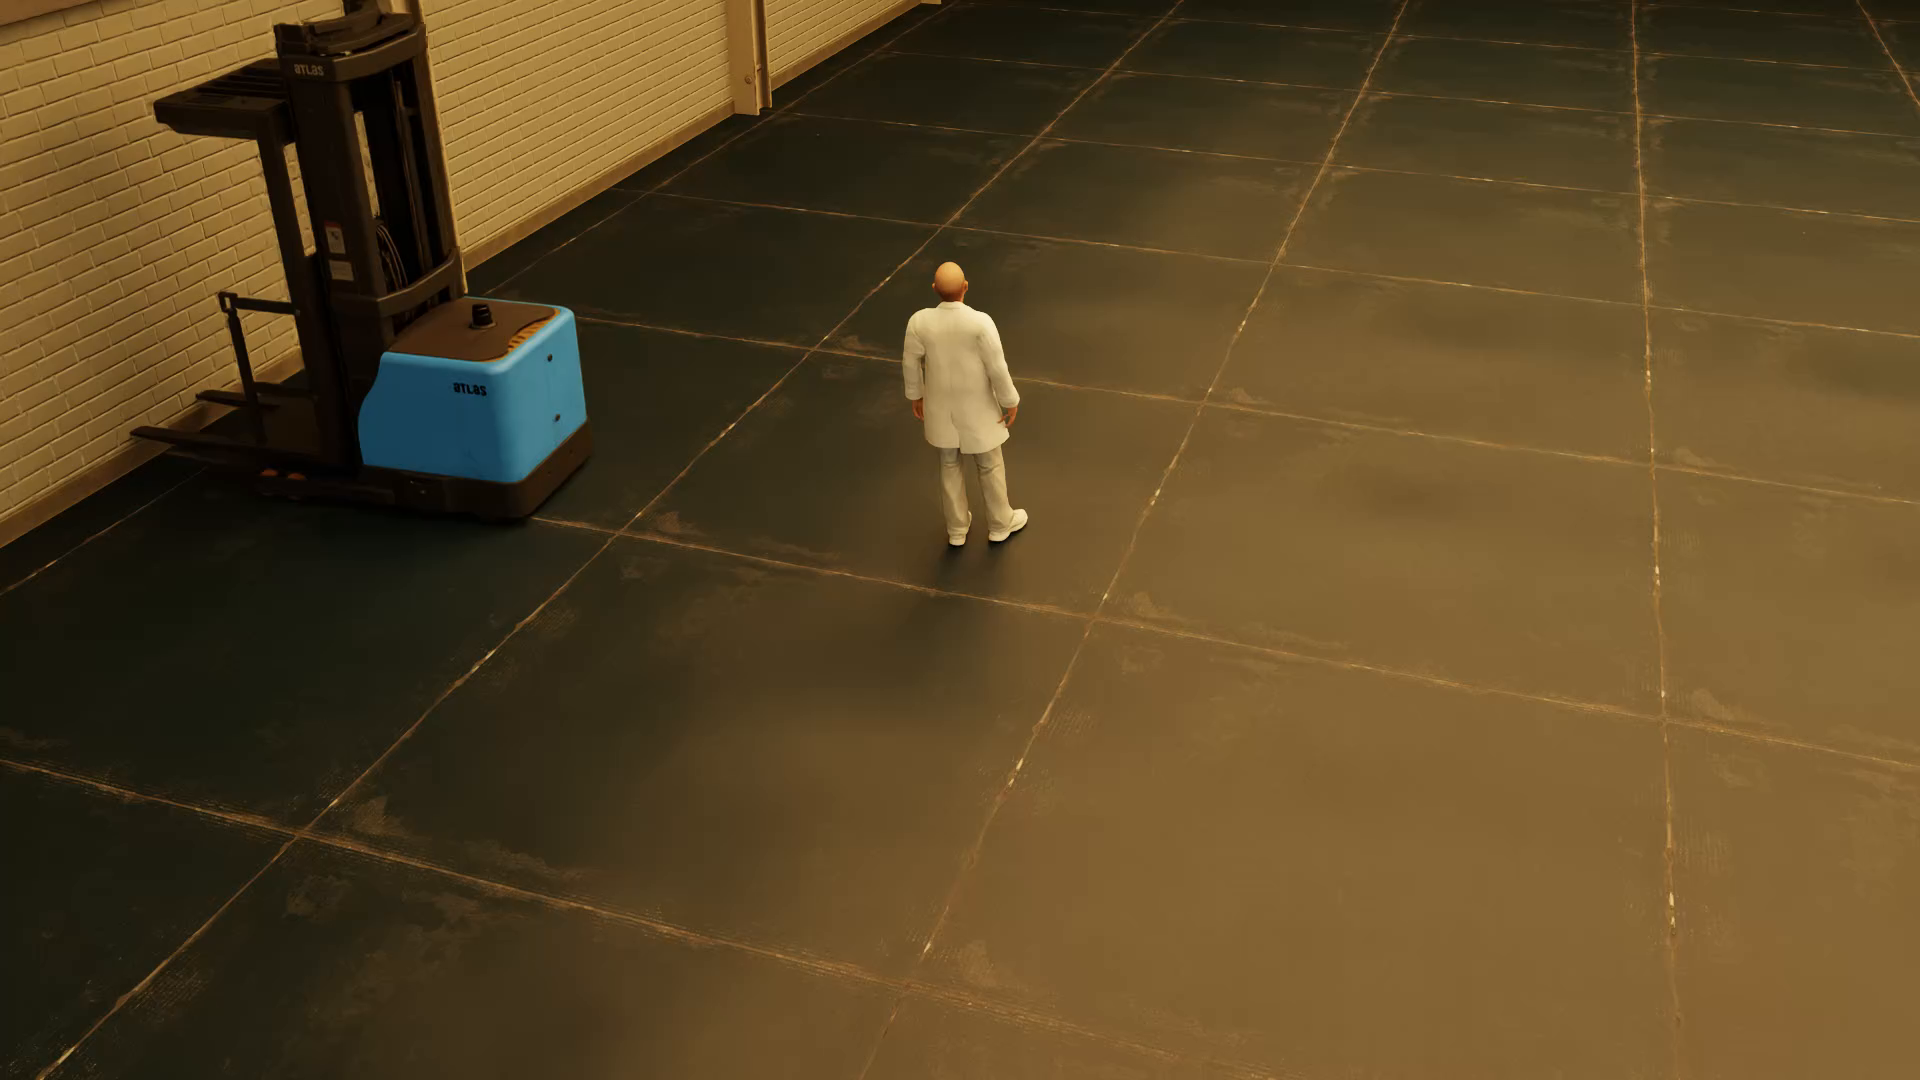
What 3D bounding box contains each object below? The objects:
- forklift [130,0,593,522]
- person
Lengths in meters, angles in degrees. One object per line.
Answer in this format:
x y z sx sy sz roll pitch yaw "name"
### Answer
-3.997 -1.772 10.245 3.031 2.935 1.130 7 31 13 "forklift"
0.033 -0.820 9.727 0.696 1.777 0.578 10 31 16 "person"
